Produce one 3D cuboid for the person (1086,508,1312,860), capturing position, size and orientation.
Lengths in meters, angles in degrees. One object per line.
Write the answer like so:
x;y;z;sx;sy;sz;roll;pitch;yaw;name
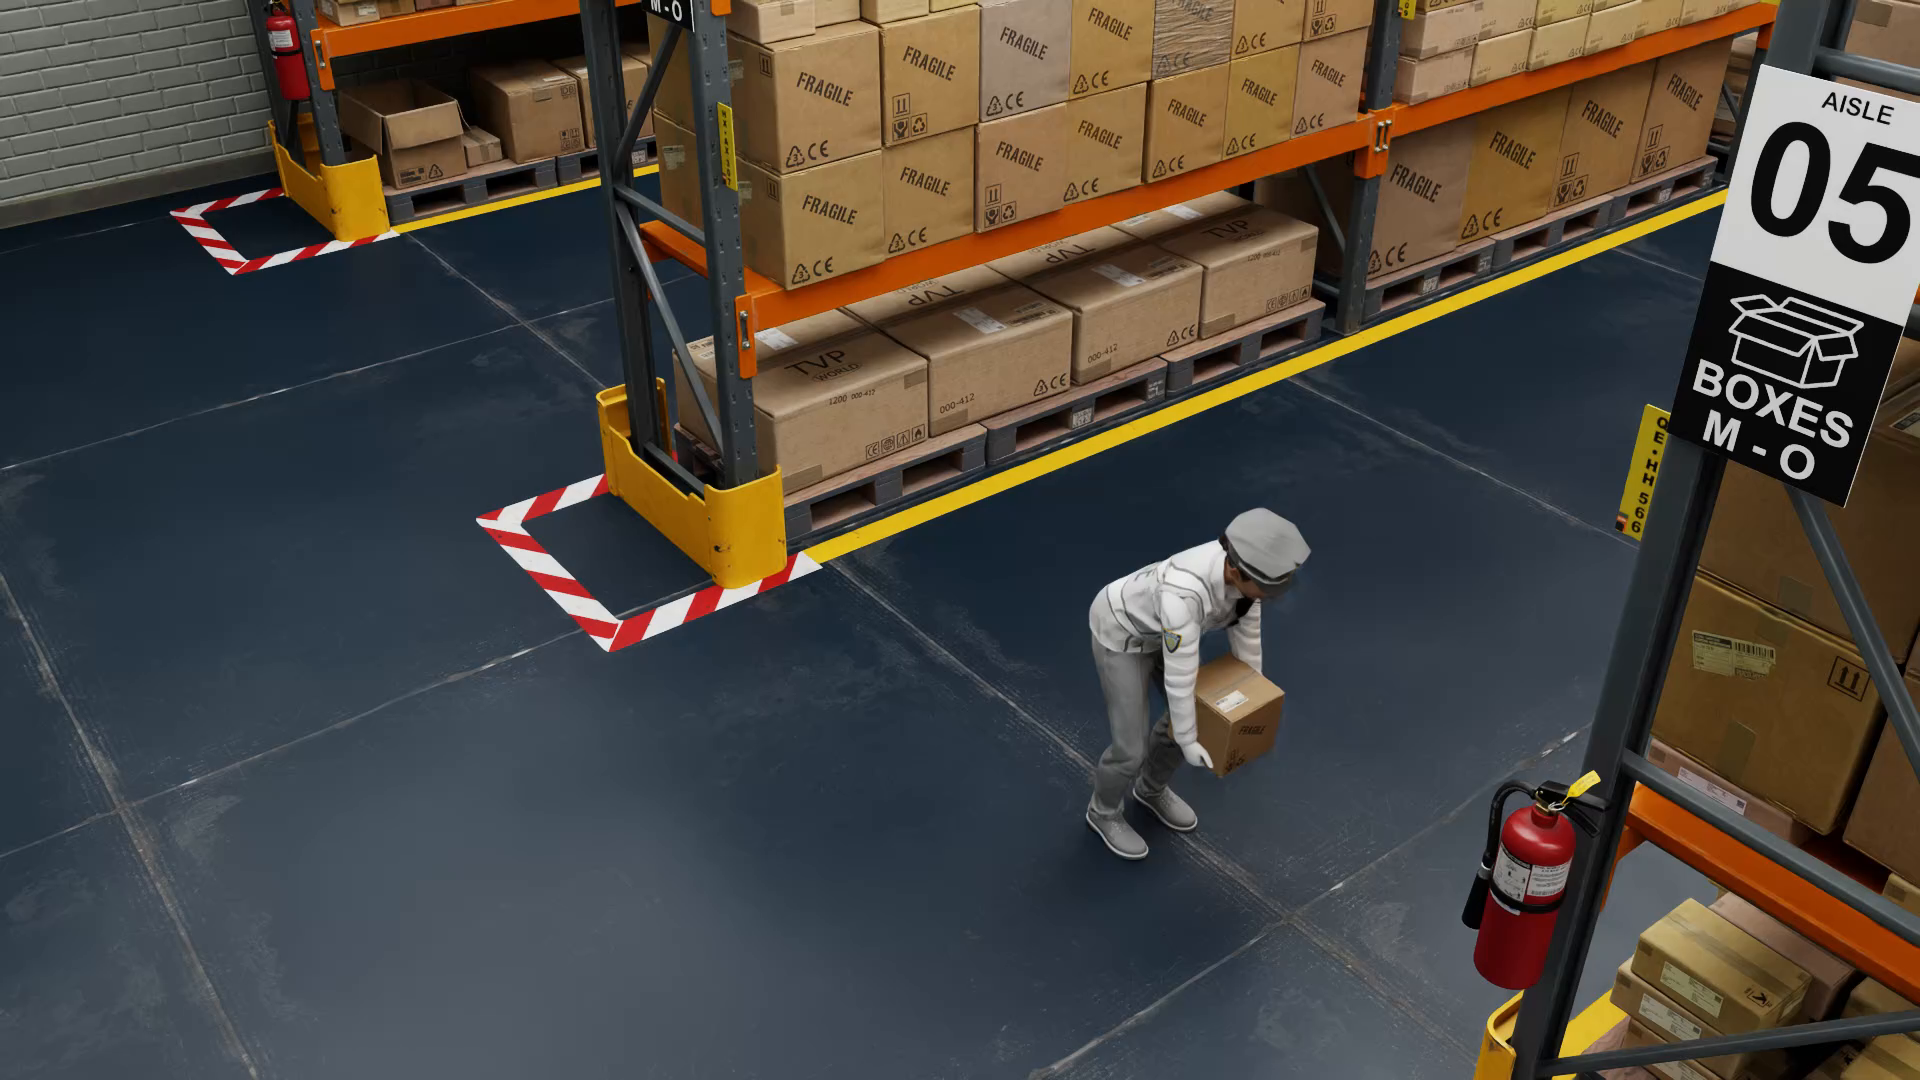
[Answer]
0.765;0.481;5.563;0.416;1.473;0.757;-24;39;-32;person
